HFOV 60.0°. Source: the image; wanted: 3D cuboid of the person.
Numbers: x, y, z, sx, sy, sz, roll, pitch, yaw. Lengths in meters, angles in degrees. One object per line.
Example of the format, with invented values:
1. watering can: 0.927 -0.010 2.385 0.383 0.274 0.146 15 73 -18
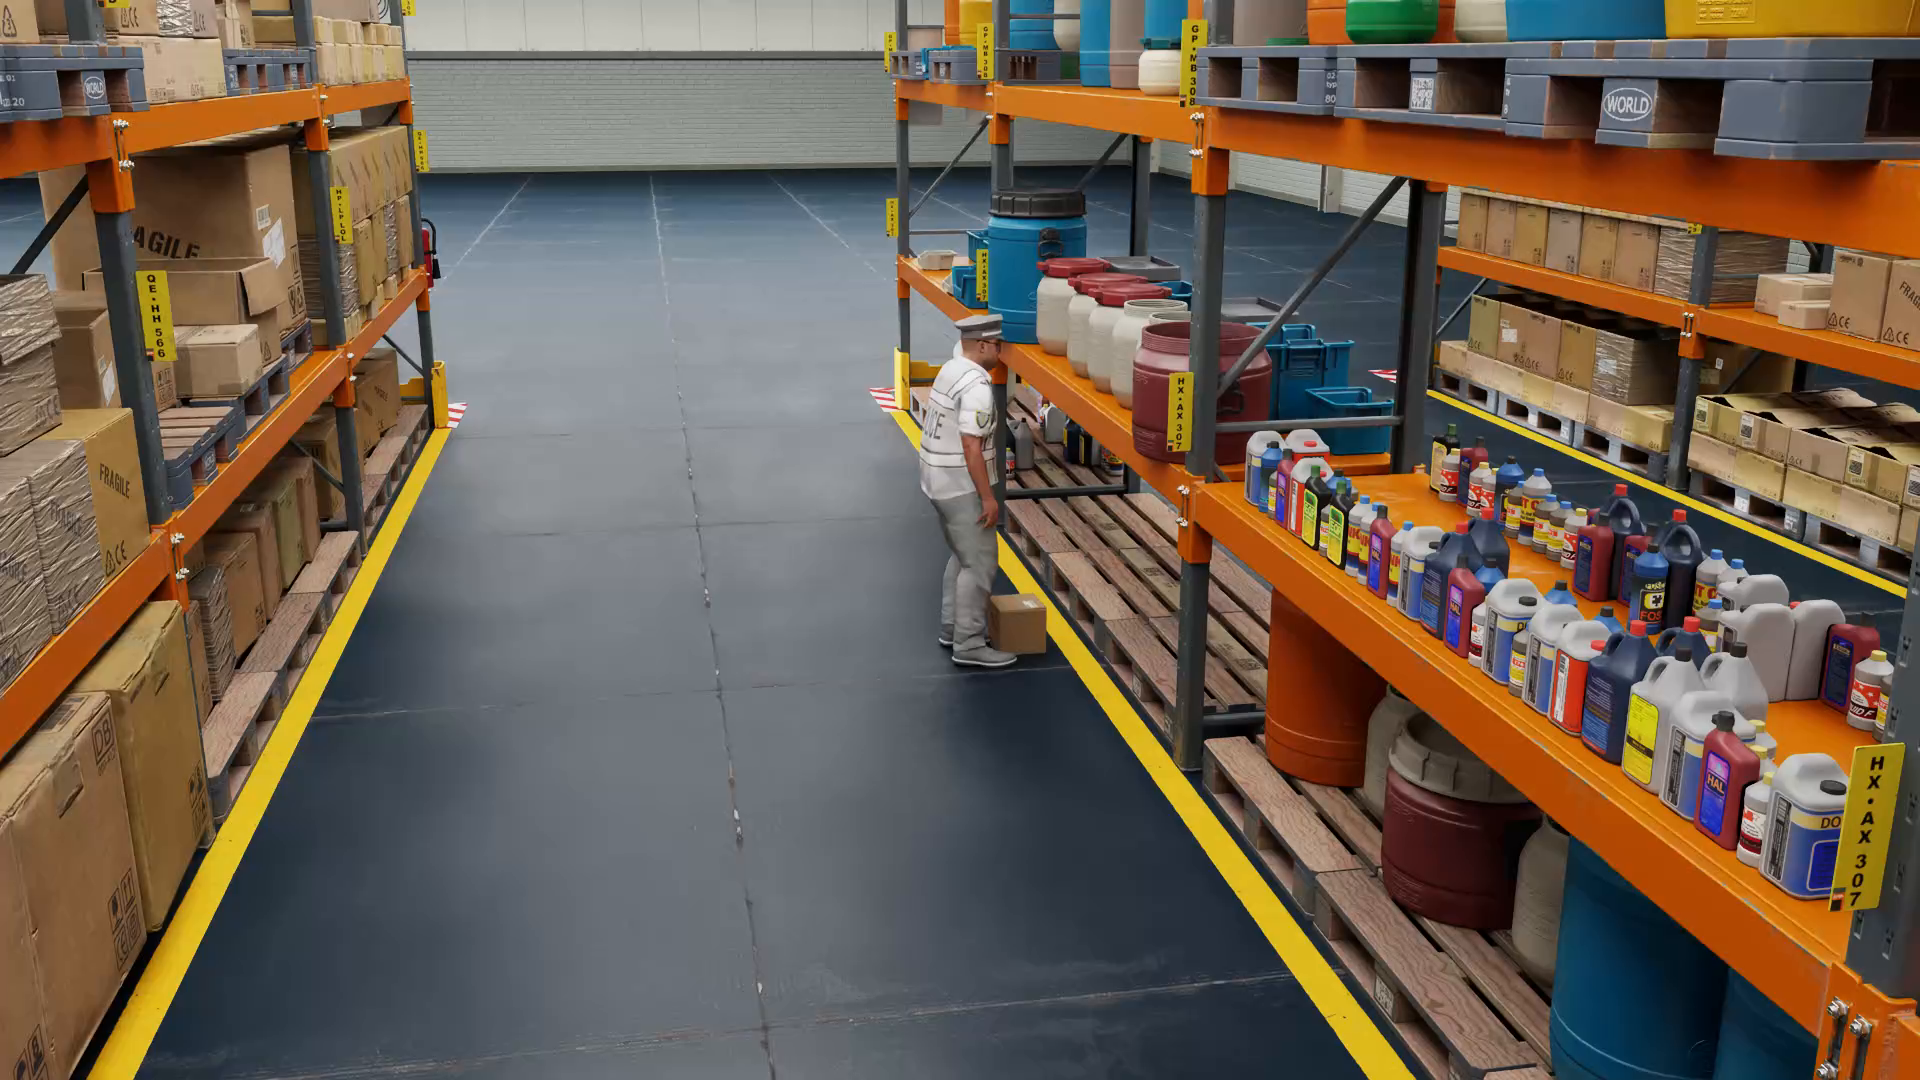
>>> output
1. person: 0.027 -0.263 8.421 0.434 1.749 0.606 -4 17 -14
